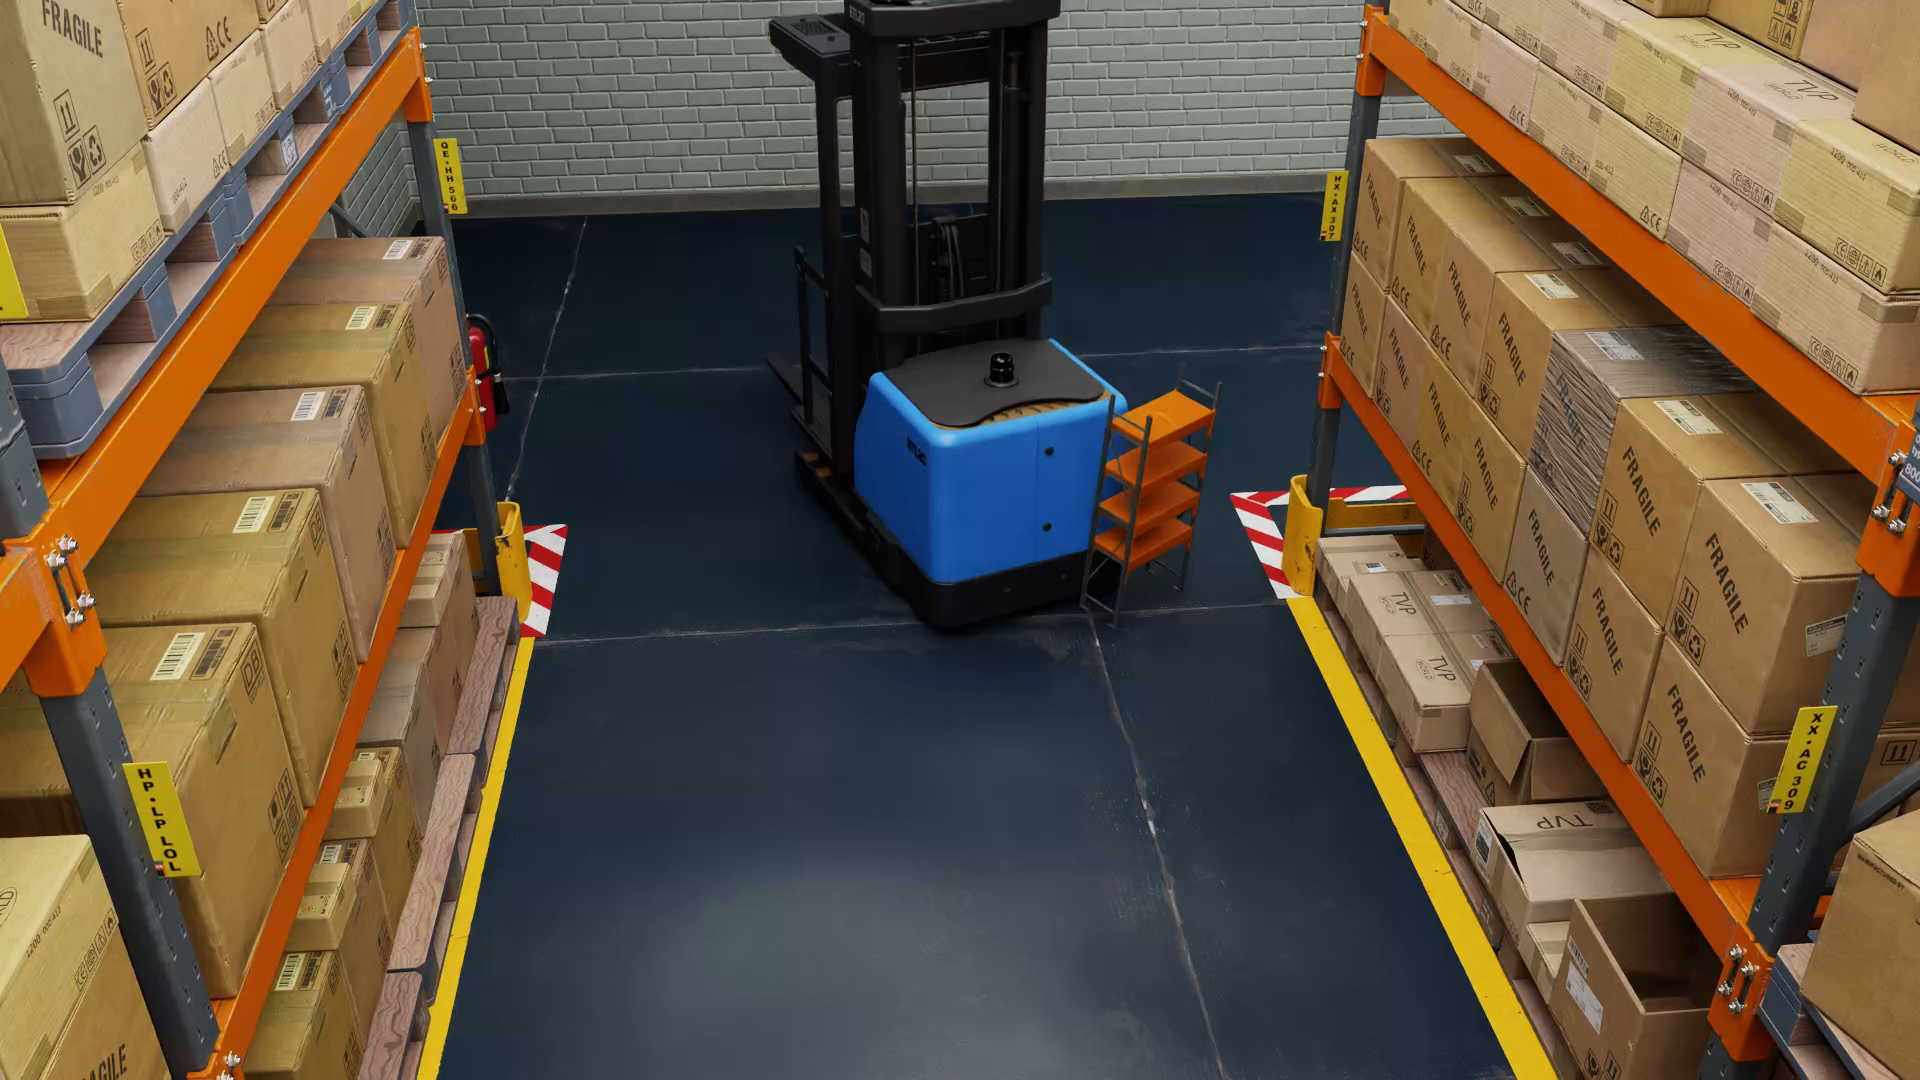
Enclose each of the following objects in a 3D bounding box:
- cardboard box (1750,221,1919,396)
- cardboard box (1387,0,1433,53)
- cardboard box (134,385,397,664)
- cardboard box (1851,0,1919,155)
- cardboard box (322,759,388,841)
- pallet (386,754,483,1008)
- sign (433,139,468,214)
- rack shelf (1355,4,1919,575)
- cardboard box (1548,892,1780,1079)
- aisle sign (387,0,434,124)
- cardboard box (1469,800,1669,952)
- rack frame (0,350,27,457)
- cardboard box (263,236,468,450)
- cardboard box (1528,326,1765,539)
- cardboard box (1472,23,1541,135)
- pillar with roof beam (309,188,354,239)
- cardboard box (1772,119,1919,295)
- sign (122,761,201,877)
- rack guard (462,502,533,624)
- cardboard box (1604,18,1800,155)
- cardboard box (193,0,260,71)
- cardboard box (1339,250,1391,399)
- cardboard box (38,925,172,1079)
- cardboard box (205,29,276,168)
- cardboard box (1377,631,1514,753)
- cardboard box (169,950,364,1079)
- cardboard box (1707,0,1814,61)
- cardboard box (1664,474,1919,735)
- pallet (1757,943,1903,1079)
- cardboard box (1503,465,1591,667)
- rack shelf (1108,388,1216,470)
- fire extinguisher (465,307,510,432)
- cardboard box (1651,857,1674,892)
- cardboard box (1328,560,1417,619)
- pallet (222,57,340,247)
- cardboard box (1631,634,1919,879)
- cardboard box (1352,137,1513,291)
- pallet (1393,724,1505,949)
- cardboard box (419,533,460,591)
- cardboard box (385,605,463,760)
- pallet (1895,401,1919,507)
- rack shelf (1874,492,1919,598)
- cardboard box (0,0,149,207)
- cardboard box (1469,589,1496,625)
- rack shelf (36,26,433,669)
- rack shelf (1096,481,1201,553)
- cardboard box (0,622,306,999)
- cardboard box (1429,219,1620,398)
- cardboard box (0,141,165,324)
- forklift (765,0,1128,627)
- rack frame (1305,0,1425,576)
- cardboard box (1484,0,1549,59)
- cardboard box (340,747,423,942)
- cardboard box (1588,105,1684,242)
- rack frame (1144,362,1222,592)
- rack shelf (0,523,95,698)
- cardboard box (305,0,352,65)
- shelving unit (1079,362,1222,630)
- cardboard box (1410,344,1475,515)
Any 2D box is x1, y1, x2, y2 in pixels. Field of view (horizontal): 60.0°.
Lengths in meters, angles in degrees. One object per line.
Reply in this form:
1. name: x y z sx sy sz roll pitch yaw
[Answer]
1. cardboard box: 2.294 -0.576 4.010 0.500 0.250 0.500 -3 31 -5
2. cardboard box: 2.026 -2.108 6.575 0.500 0.250 0.500 -3 31 -5
3. cardboard box: -2.502 -0.028 5.580 0.980 0.700 0.700 -4 31 -7
4. cardboard box: 2.521 -1.123 3.708 0.700 0.500 0.500 -3 31 -5
5. cardboard box: -2.194 0.900 5.714 0.380 0.149 0.250 -4 31 -6
6. pallet: -2.438 1.303 6.363 1.003 0.211 1.213 -3 31 -5
7. sign: -2.159 -1.538 7.039 0.100 0.325 0.005 -3 31 -5
8. rack shelf: 2.418 -1.117 5.471 1.077 0.370 4.000 -3 31 -5
9. cardboard box: 2.269 1.490 5.339 0.500 0.500 0.500 -3 31 -5
10. aisle sign: -2.409 -2.087 6.784 0.394 0.787 0.004 -3 31 -5
11. cardboard box: 2.199 1.188 6.029 0.500 0.311 0.500 -3 31 -5
12. rack frame: -2.327 -1.453 2.408 1.000 3.000 0.127 -3 31 -5
13. cardboard box: -2.643 -0.789 6.853 0.980 0.700 0.700 -1 31 -2
14. cardboard box: 2.202 -0.354 5.345 0.500 0.500 0.500 -3 31 -4
15. cardboard box: 2.108 -1.597 5.720 0.500 0.250 0.500 -3 31 -5
16. pillar with roof beam: 0.472 -5.039 8.411 9.100 9.000 0.400 -3 31 -5
17. cardboard box: 2.289 -0.790 3.882 0.500 0.250 0.500 -3 31 -5
18. sign: -1.788 0.628 3.721 0.100 0.325 0.005 -3 31 -5
19. rack guard: -2.703 0.141 8.027 1.175 0.500 0.348 -3 31 -5
20. cardboard box: 2.201 -1.301 4.737 0.500 0.250 0.500 -3 31 -5
21. cardboard box: -2.220 -1.538 4.382 0.500 0.500 0.500 -3 31 -4
22. cardboard box: 2.010 -0.963 7.340 0.500 0.500 0.500 -2 31 -4
23. cardboard box: -2.033 1.167 3.465 0.500 0.500 0.500 -3 31 -5
24. cardboard box: -2.218 -1.212 4.568 0.500 0.250 0.500 -4 31 -6
25. cardboard box: 2.092 0.634 7.016 0.500 0.250 0.500 -3 31 -5
26. cardboard box: -2.295 1.628 5.127 0.700 0.500 0.500 -2 31 -4
27. cardboard box: 2.563 -1.640 4.574 0.700 0.500 0.500 -3 31 -5
28. cardboard box: 2.299 0.165 4.476 0.500 0.500 0.500 -3 31 -4
29. pallet: 2.570 1.379 3.704 1.003 0.211 1.213 -3 31 -5
30. cardboard box: 2.202 0.072 5.607 0.500 0.500 0.500 -2 31 -3
31. rack shelf: 0.923 -0.516 7.658 0.480 0.148 0.258 -26 46 -36
32. fire extinguisher: -2.256 -0.826 7.647 0.296 0.674 0.183 -3 31 -5
33. cardboard box: 2.690 1.245 6.075 0.380 0.166 0.250 -3 31 -5
34. cardboard box: 1.951 0.226 7.780 0.380 0.166 0.250 -3 31 -5
35. pallet: -2.504 -1.167 4.940 1.003 0.211 1.213 -3 31 -5
36. cardboard box: 2.302 0.597 4.728 0.500 0.500 0.500 -2 31 -4
37. cardboard box: 2.010 -1.392 7.083 0.500 0.500 0.500 -2 31 -3
38. pallet: 2.424 1.105 6.694 1.003 0.211 1.213 -3 31 -5
39. cardboard box: -2.343 0.104 7.047 0.380 0.149 0.250 -3 31 -5
40. cardboard box: -2.489 0.581 6.880 0.700 0.500 0.500 -3 31 -5
41. pallet: 2.595 0.012 3.063 1.213 0.211 1.003 -3 31 -5
42. rack shelf: 2.791 0.925 2.052 1.077 0.370 4.000 -3 31 -5
43. cardboard box: -2.115 -1.024 3.522 0.500 0.500 0.500 -3 31 -5
44. cardboard box: 2.475 0.345 7.581 0.380 0.166 0.250 -3 31 -5
45. rack shelf: -2.514 -0.878 5.071 1.077 0.370 4.000 -3 31 -5
46. rack shelf: 0.888 -0.142 7.924 0.480 0.148 0.258 -26 46 -36
47. cardboard box: -2.362 0.716 4.334 0.980 0.700 0.700 -2 31 -4
48. cardboard box: 2.108 -0.870 6.209 0.500 0.500 0.500 -2 31 -4
49. cardboard box: -2.129 -0.690 3.694 0.500 0.250 0.500 -3 31 -5
50. forklift: -0.268 -1.582 8.540 1.130 2.935 3.031 -13 33 -21
51. rack frame: 2.231 -1.159 7.766 1.000 3.000 0.127 -3 31 -5
52. cardboard box: 2.112 -1.812 5.592 0.500 0.250 0.500 -3 31 -5
53. cardboard box: -2.384 1.110 5.995 0.700 0.500 0.500 -2 31 -3
54. cardboard box: 2.203 -1.087 4.865 0.500 0.250 0.500 -3 31 -5
55. rack frame: 1.069 -0.283 8.030 0.015 1.200 0.240 -26 46 -36
56. rack shelf: -2.140 1.164 1.652 1.077 0.370 4.000 -3 31 -5
57. cardboard box: -2.318 -1.740 5.452 0.500 0.250 0.500 -4 31 -6
58. shelving unit: 0.893 -0.197 7.886 0.503 1.200 0.258 -26 46 -36
59. cardboard box: 2.107 -0.443 6.470 0.500 0.500 0.500 -3 31 -5
